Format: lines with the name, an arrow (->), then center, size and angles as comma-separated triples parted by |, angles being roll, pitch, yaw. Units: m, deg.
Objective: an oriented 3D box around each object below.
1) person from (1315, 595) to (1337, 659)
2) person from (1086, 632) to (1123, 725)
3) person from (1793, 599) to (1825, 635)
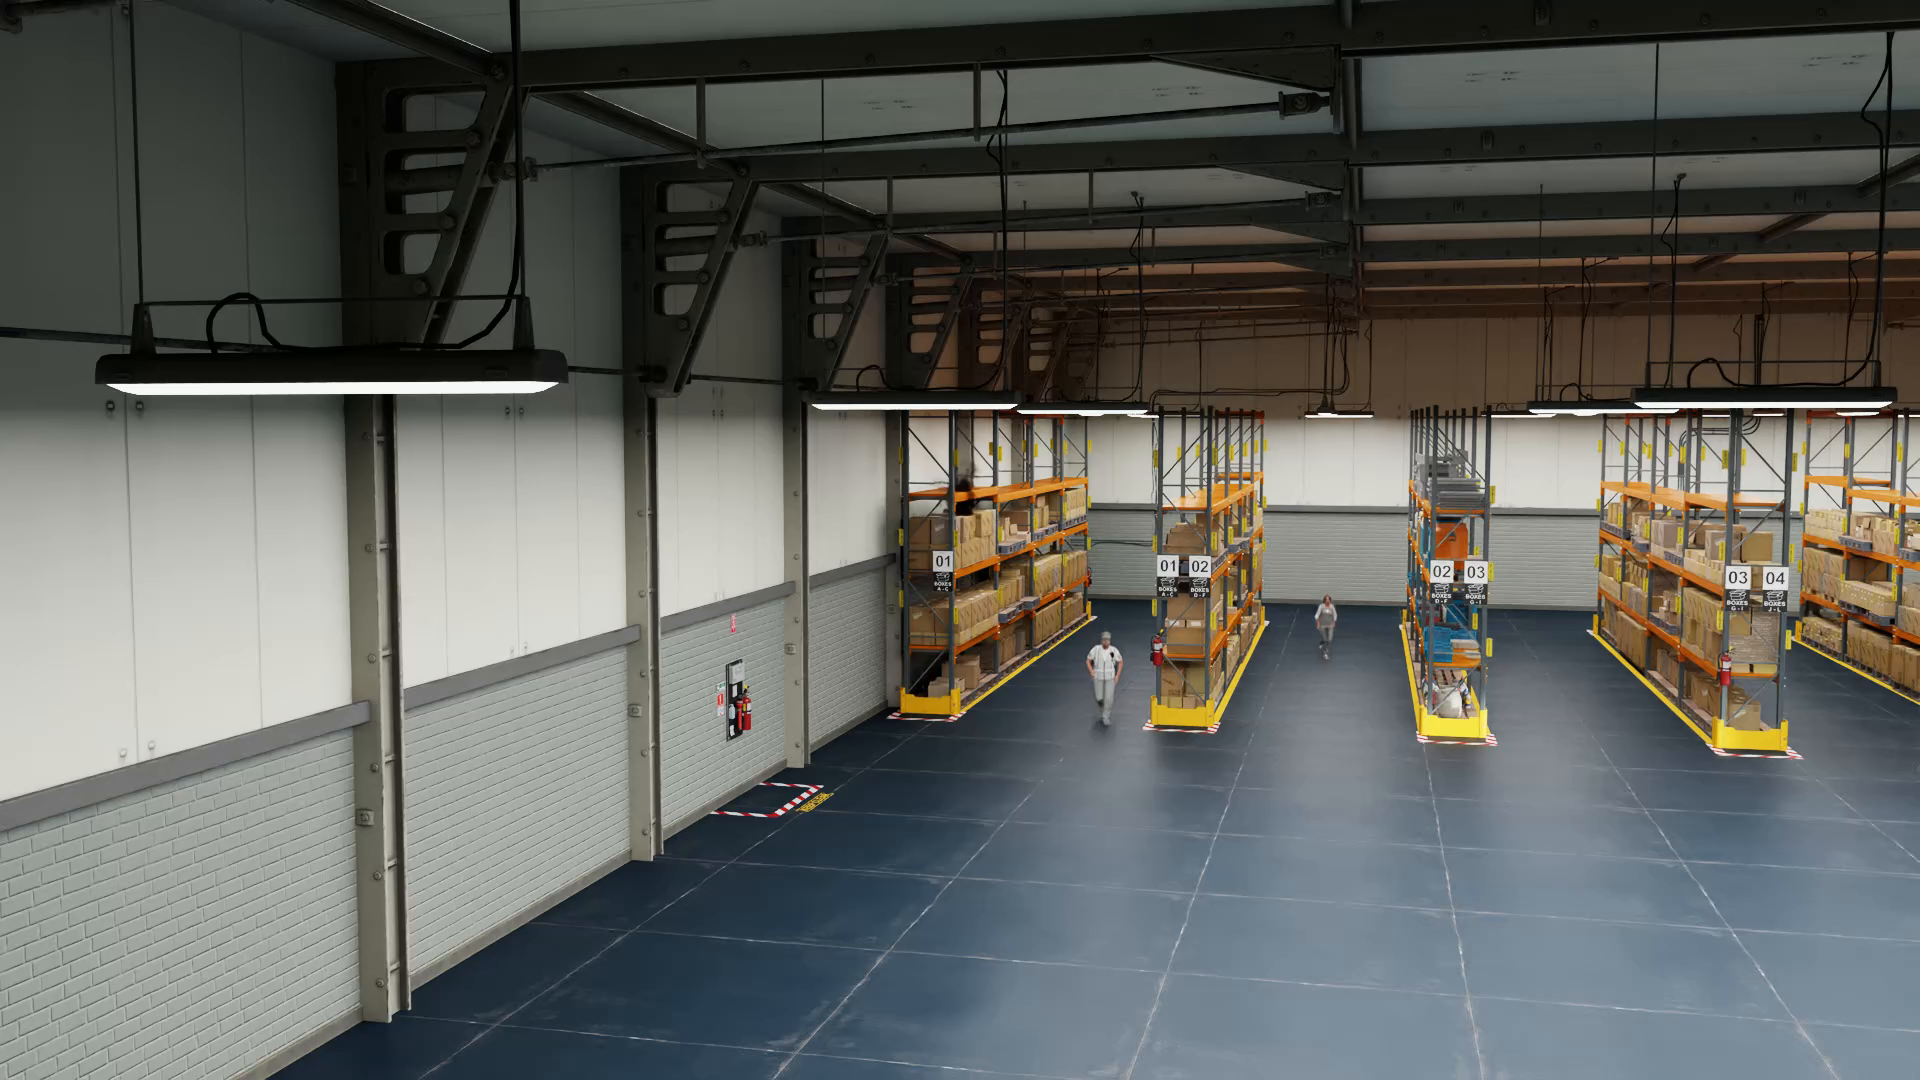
person -> 8.821, 2.086, 40.059 | 0.521, 1.550, 0.575 | 0, 4, 2
person -> 2.740, 2.606, 31.518 | 0.695, 1.749, 0.549 | 0, 4, 6
person -> 22.755, 1.659, 44.303 | 0.978, 1.821, 0.702 | 0, 4, 6
